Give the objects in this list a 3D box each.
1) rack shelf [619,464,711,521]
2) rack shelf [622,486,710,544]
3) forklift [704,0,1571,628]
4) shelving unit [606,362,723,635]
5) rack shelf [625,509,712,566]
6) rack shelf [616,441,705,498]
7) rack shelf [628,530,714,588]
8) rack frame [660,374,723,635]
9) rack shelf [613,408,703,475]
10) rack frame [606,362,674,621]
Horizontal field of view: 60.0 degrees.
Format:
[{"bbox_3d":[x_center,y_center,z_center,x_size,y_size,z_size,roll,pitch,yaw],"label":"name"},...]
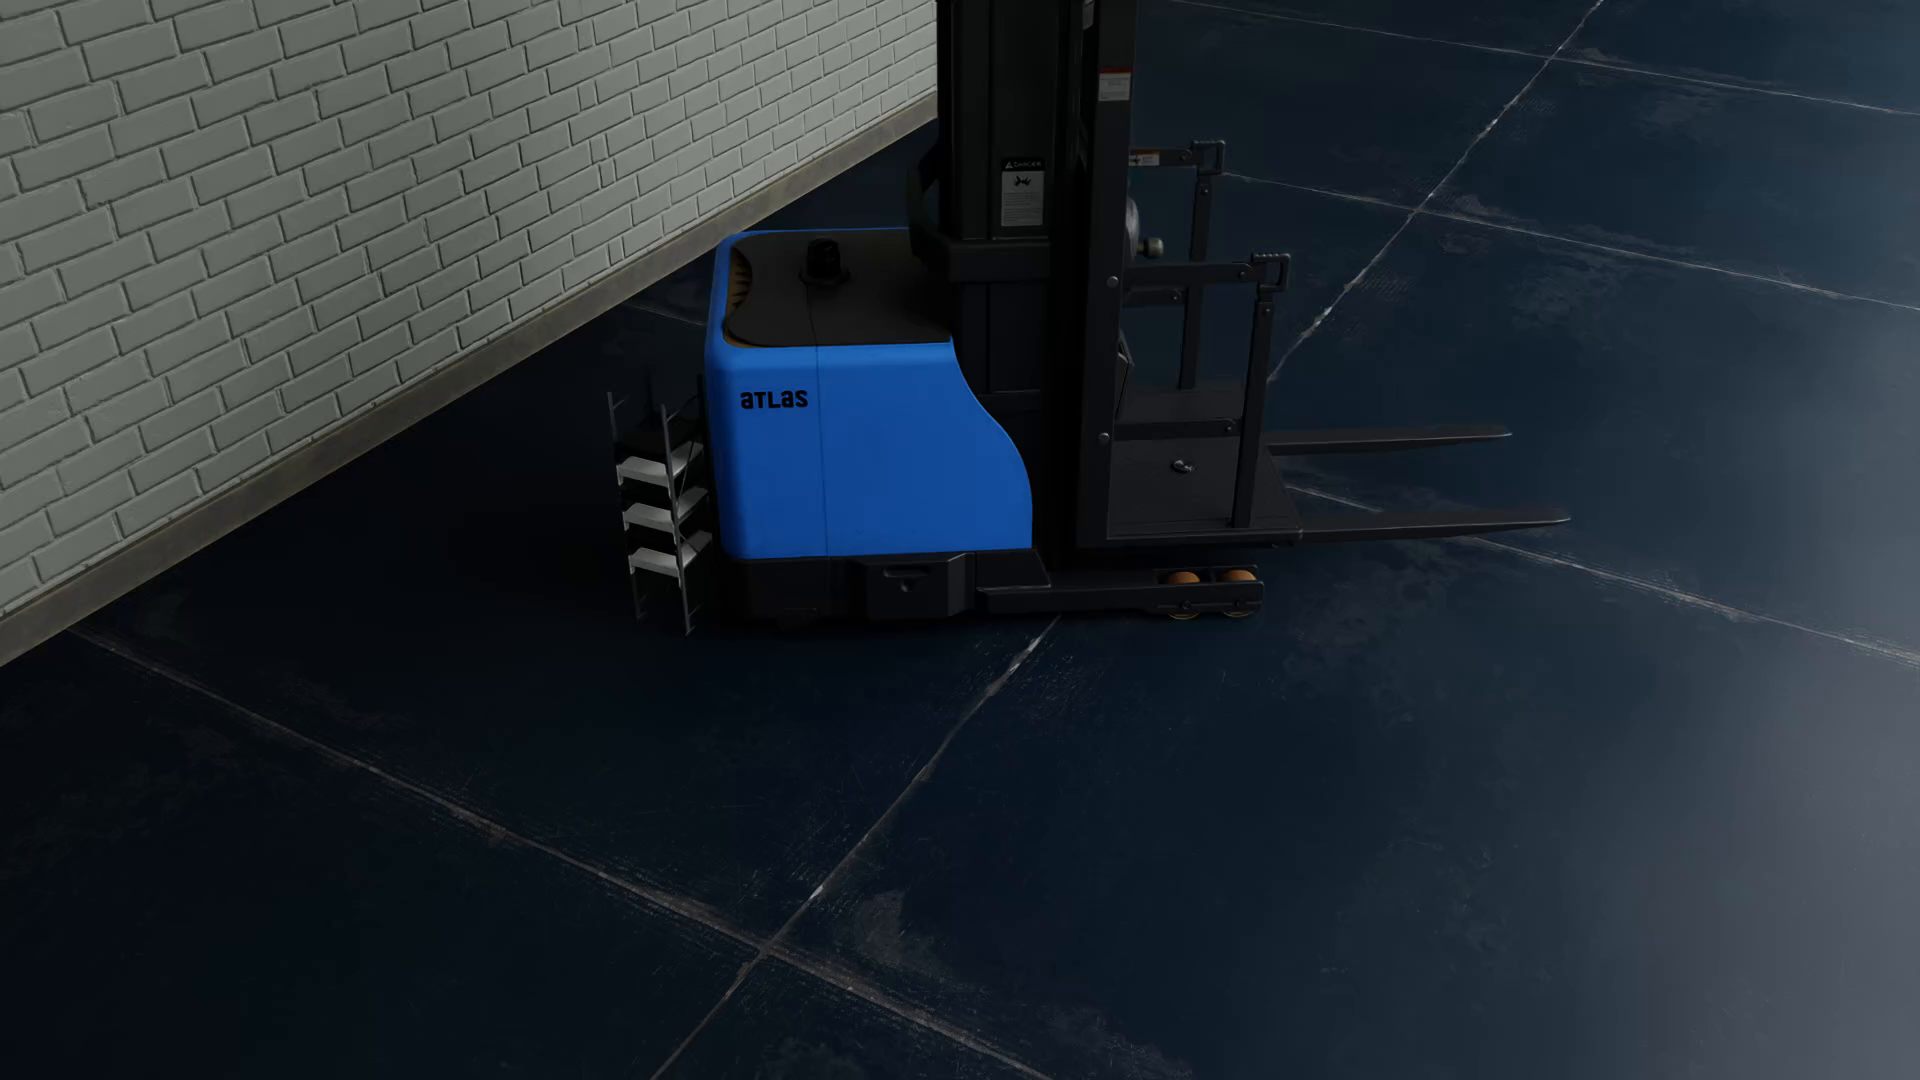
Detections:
[{"bbox_3d":[-0.991,-0.178,5.603,0.200,0.077,0.258,14,36,20],"label":"rack shelf"},{"bbox_3d":[-0.991,-0.103,5.653,0.200,0.077,0.258,14,36,20],"label":"rack shelf"},{"bbox_3d":[0.657,-1.232,5.456,3.031,2.935,1.130,-2,34,-3],"label":"forklift"},{"bbox_3d":[-0.991,-0.131,5.635,0.210,0.900,0.258,14,36,20],"label":"shelving unit"},{"bbox_3d":[-0.991,-0.028,5.703,0.200,0.077,0.258,14,36,20],"label":"rack shelf"},{"bbox_3d":[-0.991,-0.253,5.554,0.200,0.077,0.258,14,36,20],"label":"rack shelf"},{"bbox_3d":[-0.991,0.047,5.753,0.200,0.077,0.258,14,36,20],"label":"rack shelf"},{"bbox_3d":[-0.898,-0.108,5.601,0.006,0.900,0.240,14,36,20],"label":"rack frame"},{"bbox_3d":[-0.991,-0.328,5.504,0.200,0.077,0.258,14,36,20],"label":"rack shelf"},{"bbox_3d":[-1.084,-0.154,5.669,0.006,0.900,0.240,14,36,20],"label":"rack frame"}]
